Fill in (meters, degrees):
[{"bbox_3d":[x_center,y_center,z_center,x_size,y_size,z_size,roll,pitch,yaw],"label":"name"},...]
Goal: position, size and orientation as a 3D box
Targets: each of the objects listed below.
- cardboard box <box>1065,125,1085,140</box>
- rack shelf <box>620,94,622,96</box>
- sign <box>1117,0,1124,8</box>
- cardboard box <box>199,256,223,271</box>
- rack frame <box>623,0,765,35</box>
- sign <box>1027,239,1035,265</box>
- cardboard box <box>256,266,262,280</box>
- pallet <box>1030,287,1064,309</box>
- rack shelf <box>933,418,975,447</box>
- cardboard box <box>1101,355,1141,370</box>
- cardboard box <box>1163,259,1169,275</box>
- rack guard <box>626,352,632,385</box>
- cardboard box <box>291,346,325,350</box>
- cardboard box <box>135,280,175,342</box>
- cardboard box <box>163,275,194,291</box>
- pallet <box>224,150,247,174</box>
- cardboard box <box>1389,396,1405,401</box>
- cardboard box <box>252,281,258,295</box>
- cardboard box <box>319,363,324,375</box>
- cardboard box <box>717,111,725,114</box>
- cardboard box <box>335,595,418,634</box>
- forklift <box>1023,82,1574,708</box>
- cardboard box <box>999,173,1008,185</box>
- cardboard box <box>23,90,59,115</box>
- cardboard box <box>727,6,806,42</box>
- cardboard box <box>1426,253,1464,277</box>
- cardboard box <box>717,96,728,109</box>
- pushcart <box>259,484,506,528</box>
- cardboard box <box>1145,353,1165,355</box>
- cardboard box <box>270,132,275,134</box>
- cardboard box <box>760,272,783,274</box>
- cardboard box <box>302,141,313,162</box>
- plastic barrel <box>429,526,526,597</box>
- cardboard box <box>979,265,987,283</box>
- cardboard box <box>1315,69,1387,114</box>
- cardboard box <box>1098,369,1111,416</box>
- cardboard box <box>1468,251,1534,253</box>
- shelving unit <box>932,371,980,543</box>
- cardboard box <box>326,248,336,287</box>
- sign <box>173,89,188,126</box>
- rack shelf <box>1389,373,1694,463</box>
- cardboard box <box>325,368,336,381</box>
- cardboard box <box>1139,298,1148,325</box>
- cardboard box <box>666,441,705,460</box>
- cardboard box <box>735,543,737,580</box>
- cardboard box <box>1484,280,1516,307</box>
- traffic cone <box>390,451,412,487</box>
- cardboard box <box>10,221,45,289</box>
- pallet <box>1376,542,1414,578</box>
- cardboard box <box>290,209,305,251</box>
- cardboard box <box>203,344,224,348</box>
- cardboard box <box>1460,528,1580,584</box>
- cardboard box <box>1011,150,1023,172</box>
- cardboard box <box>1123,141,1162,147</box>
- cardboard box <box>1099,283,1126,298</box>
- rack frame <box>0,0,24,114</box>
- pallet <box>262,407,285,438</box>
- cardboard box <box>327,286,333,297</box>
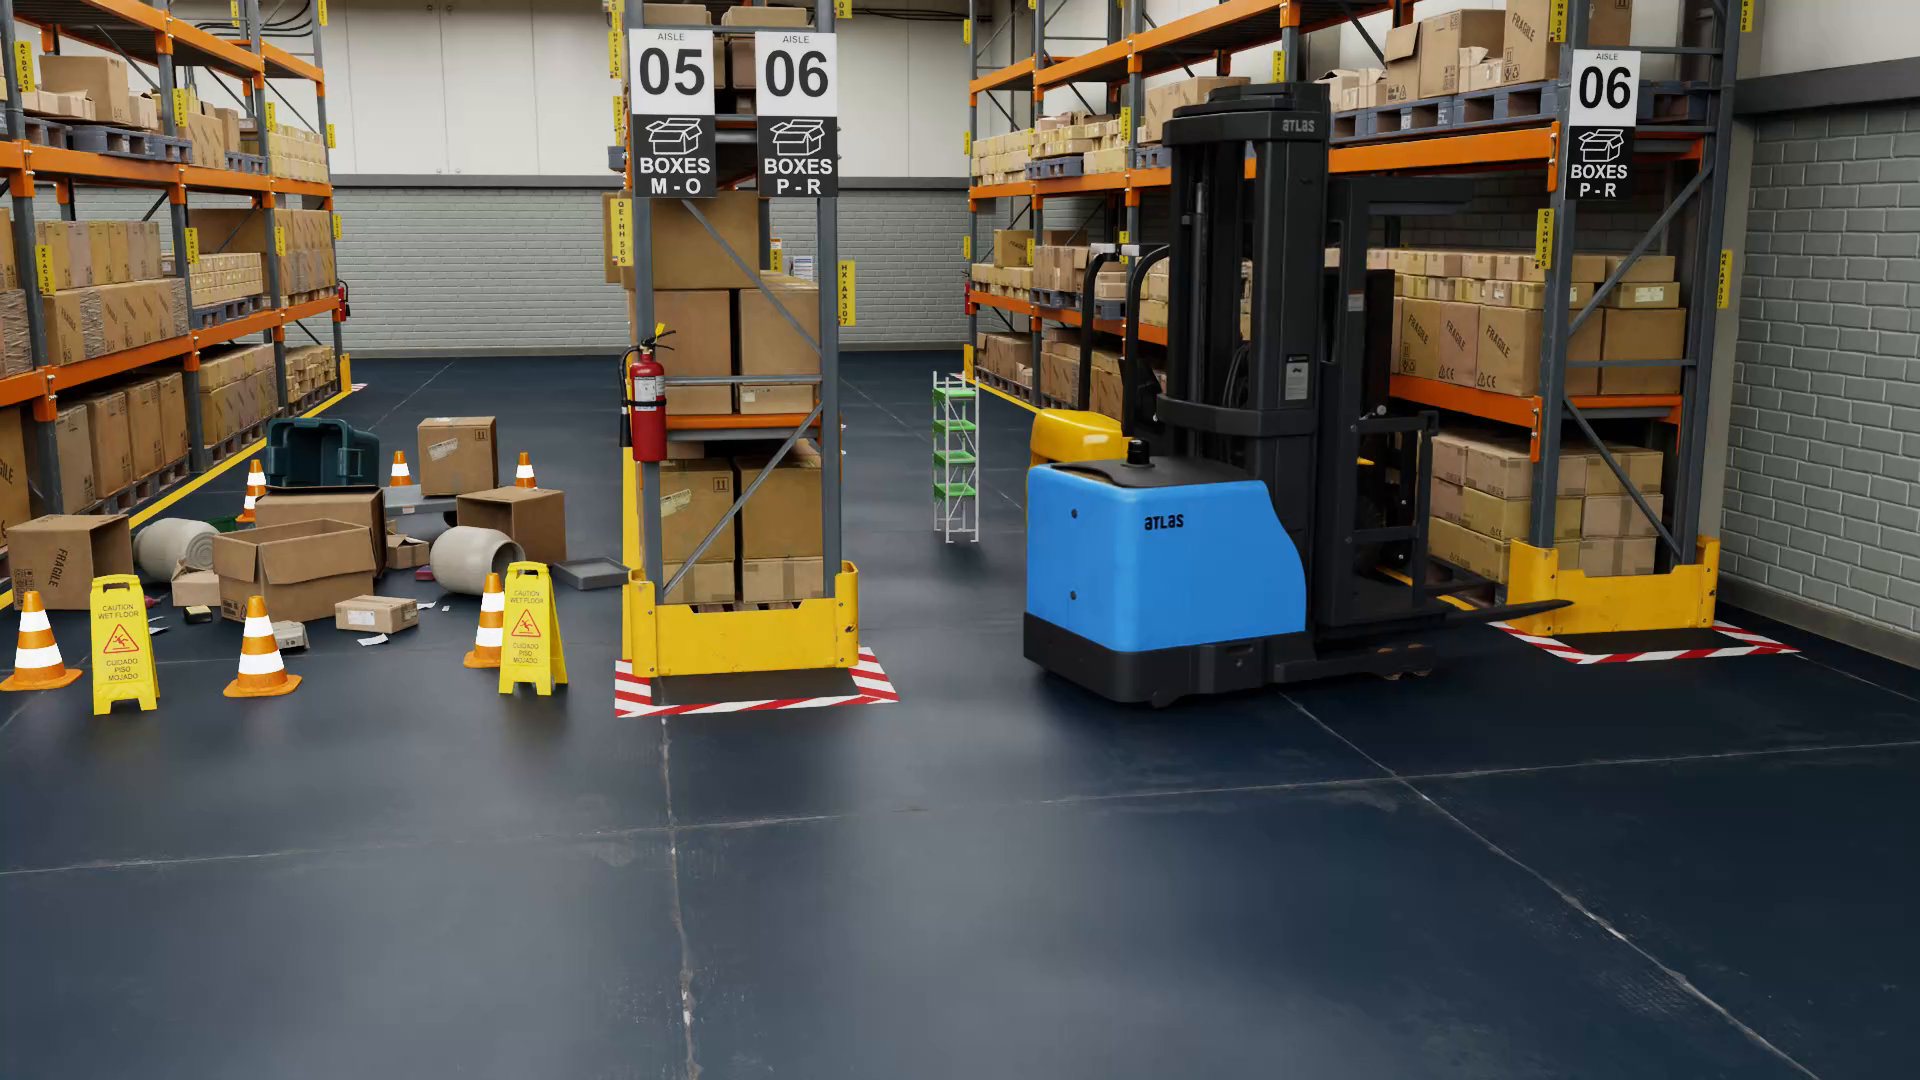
[{"bbox_3d":[1.404,-4.590,18.752,0.380,0.149,0.250,-2,11,-11],"label":"cardboard box"},{"bbox_3d":[-3.838,-5.772,21.449,1.077,0.370,4.000,-2,11,-11],"label":"rack shelf"},{"bbox_3d":[1.962,-6.694,20.378,0.100,0.325,0.005,-2,11,-11],"label":"sign"},{"bbox_3d":[-7.664,-2.784,16.757,0.380,0.149,0.250,-2,11,-9],"label":"cardboard box"},{"bbox_3d":[-1.894,-4.488,11.708,1.000,3.000,0.127,-2,11,-11],"label":"rack frame"},{"bbox_3d":[0.888,-3.593,20.738,0.100,0.325,0.005,-2,11,-11],"label":"sign"},{"bbox_3d":[-8.014,-2.973,18.545,0.380,0.149,0.250,-2,11,-9],"label":"cardboard box"},{"bbox_3d":[1.467,-2.944,20.157,1.003,0.211,1.213,-2,11,-11],"label":"pallet"},{"bbox_3d":[-0.032,-0.793,12.211,0.258,0.148,0.480,-2,11,-11],"label":"rack shelf"},{"bbox_3d":[1.761,-1.933,18.156,0.380,0.149,0.250,-2,11,-13],"label":"cardboard box"},{"bbox_3d":[2.161,-2.612,15.893,0.380,0.149,0.250,-2,11,-10],"label":"cardboard box"},{"bbox_3d":[-4.232,-2.518,24.089,1.175,0.500,0.348,-2,11,-11],"label":"rack guard"},{"bbox_3d":[-8.719,-2.505,22.246,0.380,0.149,0.250,-2,11,-10],"label":"cardboard box"},{"bbox_3d":[-7.061,-1.961,14.207,0.500,0.500,0.500,-2,11,-11],"label":"cardboard box"},{"bbox_3d":[-7.404,-2.401,15.540,0.380,0.149,0.250,-2,11,-8],"label":"cardboard box"},{"bbox_3d":[-8.065,-3.883,17.058,1.213,0.211,1.003,-2,11,-11],"label":"pallet"},{"bbox_3d":[3.260,-0.985,12.908,0.500,0.250,0.500,-2,11,-10],"label":"cardboard box"},{"bbox_3d":[-7.963,-2.779,18.324,0.380,0.149,0.250,-2,11,-11],"label":"cardboard box"},{"bbox_3d":[-8.465,-2.219,21.537,0.380,0.149,0.250,-2,11,-10],"label":"cardboard box"},{"bbox_3d":[-1.326,-2.557,10.258,0.380,0.149,0.250,-2,11,-12],"label":"cardboard box"},{"bbox_3d":[-3.352,0.427,9.557,0.380,0.149,0.250,4,11,18],"label":"cardboard box"},{"bbox_3d":[1.886,-0.809,8.609,3.031,2.935,1.130,-5,12,-25],"label":"forklift"},{"bbox_3d":[0.731,-4.876,22.441,0.380,0.149,0.250,-2,11,-10],"label":"cardboard box"},{"bbox_3d":[-6.688,-3.147,11.967,0.250,0.149,0.380,-2,11,-11],"label":"cardboard box"},{"bbox_3d":[-0.985,-2.622,8.464,0.380,0.149,0.250,-2,11,-11],"label":"cardboard box"},{"bbox_3d":[3.185,-1.743,10.536,0.380,0.149,0.250,-2,11,-10],"label":"cardboard box"},{"bbox_3d":[-1.165,-2.642,9.636,0.500,0.250,0.500,-2,11,-9],"label":"cardboard box"},{"bbox_3d":[-4.120,-0.160,12.030,1.648,0.377,0.936,-6,13,-31],"label":"pushcart"},{"bbox_3d":[2.287,-2.005,18.536,0.380,0.149,0.250,-3,11,-14],"label":"cardboard box"},{"bbox_3d":[-8.125,-4.764,19.179,0.380,0.149,0.250,-3,11,-13],"label":"cardboard box"},{"bbox_3d":[-1.456,-1.569,11.356,0.500,0.500,0.500,-2,11,-9],"label":"cardboard box"},{"bbox_3d":[-8.526,-4.925,21.094,0.500,0.250,0.500,-2,11,-10],"label":"cardboard box"},{"bbox_3d":[-3.002,0.135,10.356,0.512,0.421,0.421,6,12,28],"label":"plastic barrel"},{"bbox_3d":[0.563,-3.810,23.796,0.500,0.250,0.500,-2,11,-10],"label":"cardboard box"},{"bbox_3d":[2.897,-3.246,12.052,0.500,0.311,0.500,-2,11,-10],"label":"cardboard box"},{"bbox_3d":[1.817,-1.596,18.120,0.500,0.500,0.500,-2,11,-12],"label":"cardboard box"},{"bbox_3d":[3.624,-1.856,11.129,0.380,0.149,0.250,-2,11,-11],"label":"cardboard box"},{"bbox_3d":[-0.032,-0.620,12.244,0.258,1.200,0.503,-2,11,-11],"label":"shelving unit"},{"bbox_3d":[-8.723,-3.665,22.368,0.500,0.500,0.500,-2,11,-10],"label":"cardboard box"},{"bbox_3d":[-6.961,-3.861,14.842,0.100,0.325,0.005,-2,11,-11],"label":"sign"},{"bbox_3d":[3.364,-1.002,11.361,1.077,0.370,4.000,-2,11,-11],"label":"rack shelf"},{"bbox_3d":[-8.607,-2.216,22.320,0.380,0.149,0.250,-2,11,-9],"label":"cardboard box"},{"bbox_3d":[2.043,-2.292,16.615,0.500,0.250,0.500,-2,11,-11],"label":"cardboard box"},{"bbox_3d":[-1.664,-0.552,9.564,0.380,0.149,0.250,-2,11,-9],"label":"cardboard box"},{"bbox_3d":[-1.093,0.086,9.956,0.500,0.250,0.500,-2,11,-9],"label":"cardboard box"},{"bbox_3d":[3.332,-1.455,9.817,0.380,0.149,0.250,-2,11,-10],"label":"cardboard box"},{"bbox_3d":[-4.545,-0.488,13.522,0.336,0.463,0.334,-2,11,-11],"label":"traffic cone"},{"bbox_3d":[-6.832,-1.973,11.600,0.700,0.500,0.500,-2,11,-12],"label":"cardboard box"},{"bbox_3d":[3.329,0.019,11.529,1.003,0.211,1.213,-2,11,-11],"label":"pallet"},{"bbox_3d":[-8.317,-3.776,20.273,0.500,0.500,0.500,-2,11,-10],"label":"cardboard box"},{"bbox_3d":[-8.401,-2.011,18.296,0.500,0.250,0.500,-3,11,-14],"label":"cardboard box"},{"bbox_3d":[3.351,0.082,9.977,0.500,0.250,0.500,-2,11,-11],"label":"cardboard box"},{"bbox_3d":[0.968,-4.909,21.551,0.500,0.250,0.500,-3,11,-13],"label":"cardboard box"},{"bbox_3d":[1.892,-4.108,17.067,0.380,0.149,0.250,-2,11,-10],"label":"cardboard box"},{"bbox_3d":[1.693,-2.645,17.619,0.380,0.149,0.250,-2,11,-10],"label":"cardboard box"},{"bbox_3d":[-6.729,-4.289,10.665,1.000,3.000,0.127,-2,11,-11],"label":"rack frame"},{"bbox_3d":[-8.132,-1.297,18.445,1.003,0.211,1.213,-2,11,-11],"label":"pallet"},{"bbox_3d":[-8.723,-3.370,22.552,0.380,0.149,0.250,-2,11,-11],"label":"cardboard box"}]
